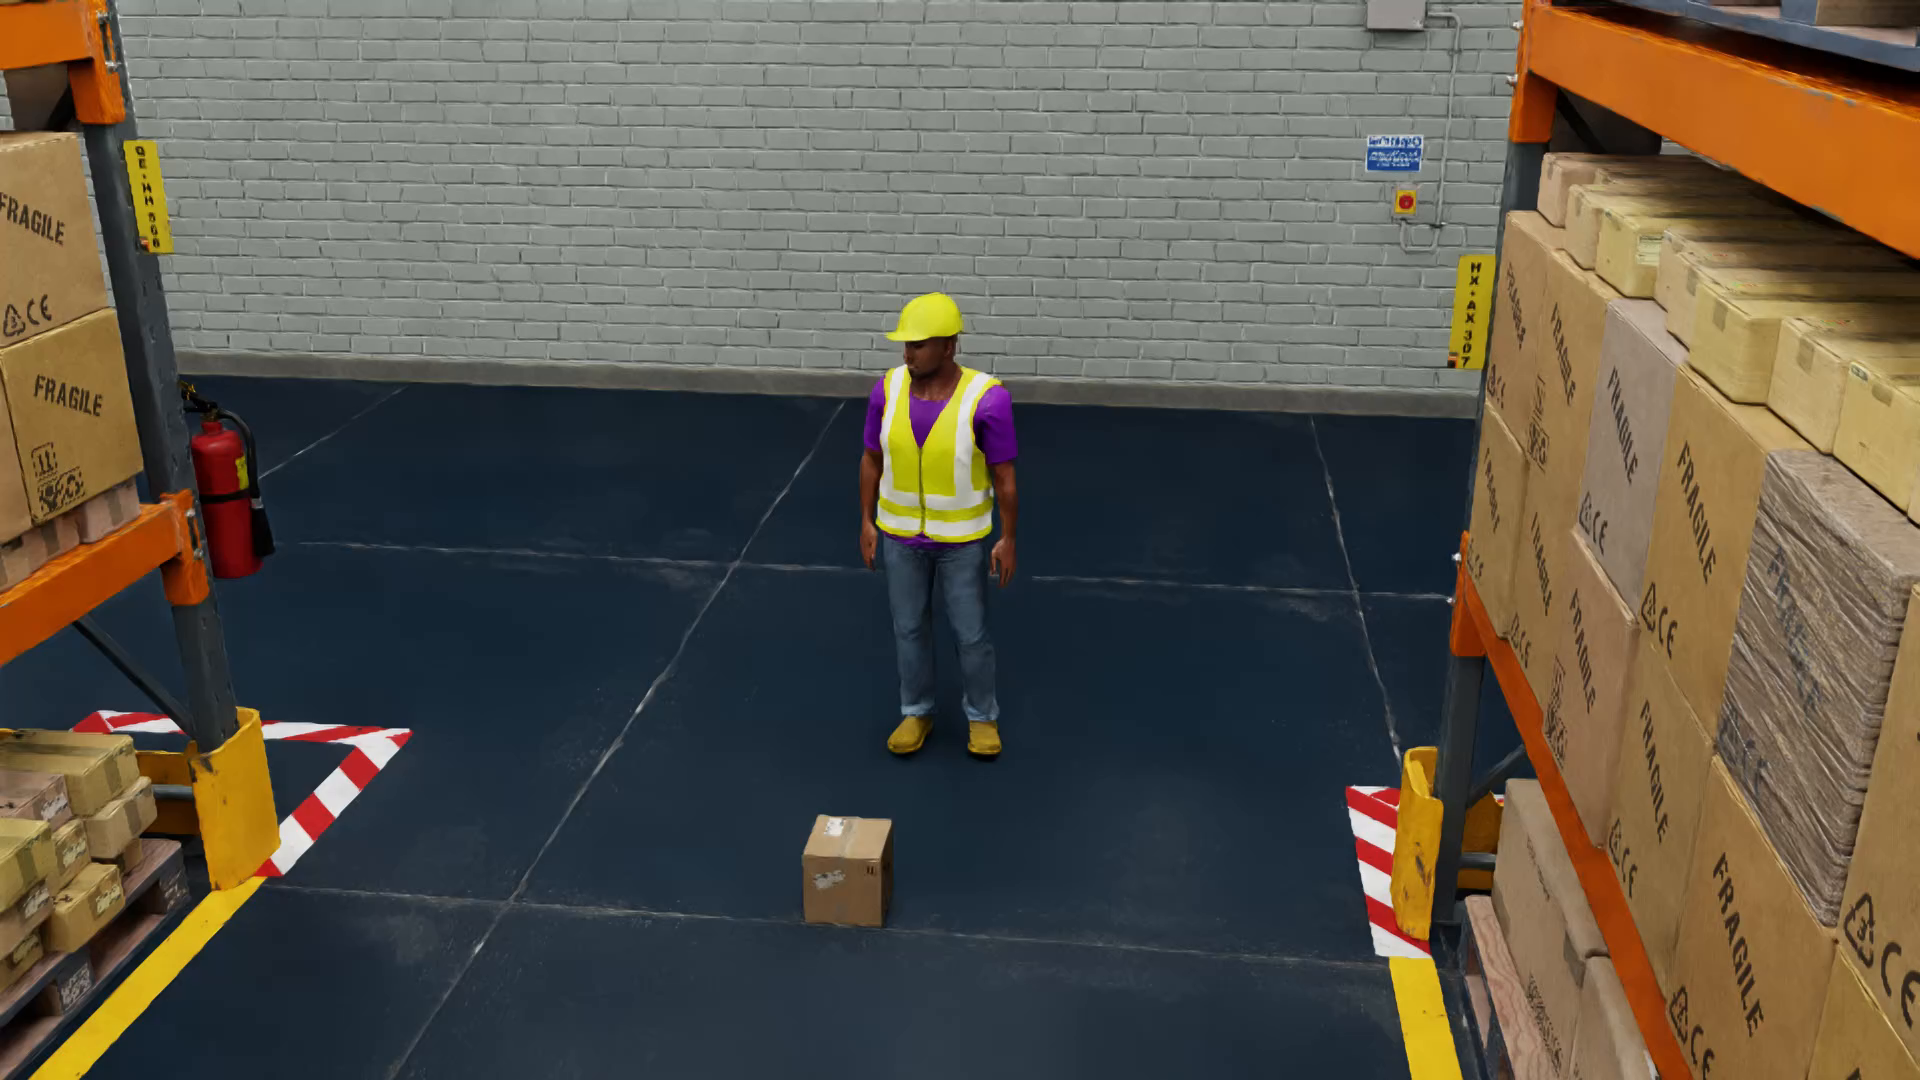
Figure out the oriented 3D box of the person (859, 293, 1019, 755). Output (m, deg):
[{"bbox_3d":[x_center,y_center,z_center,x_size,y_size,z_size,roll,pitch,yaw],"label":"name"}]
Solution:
[{"bbox_3d":[-0.080,-0.040,6.111,0.609,1.762,0.392,5,22,14],"label":"person"}]
